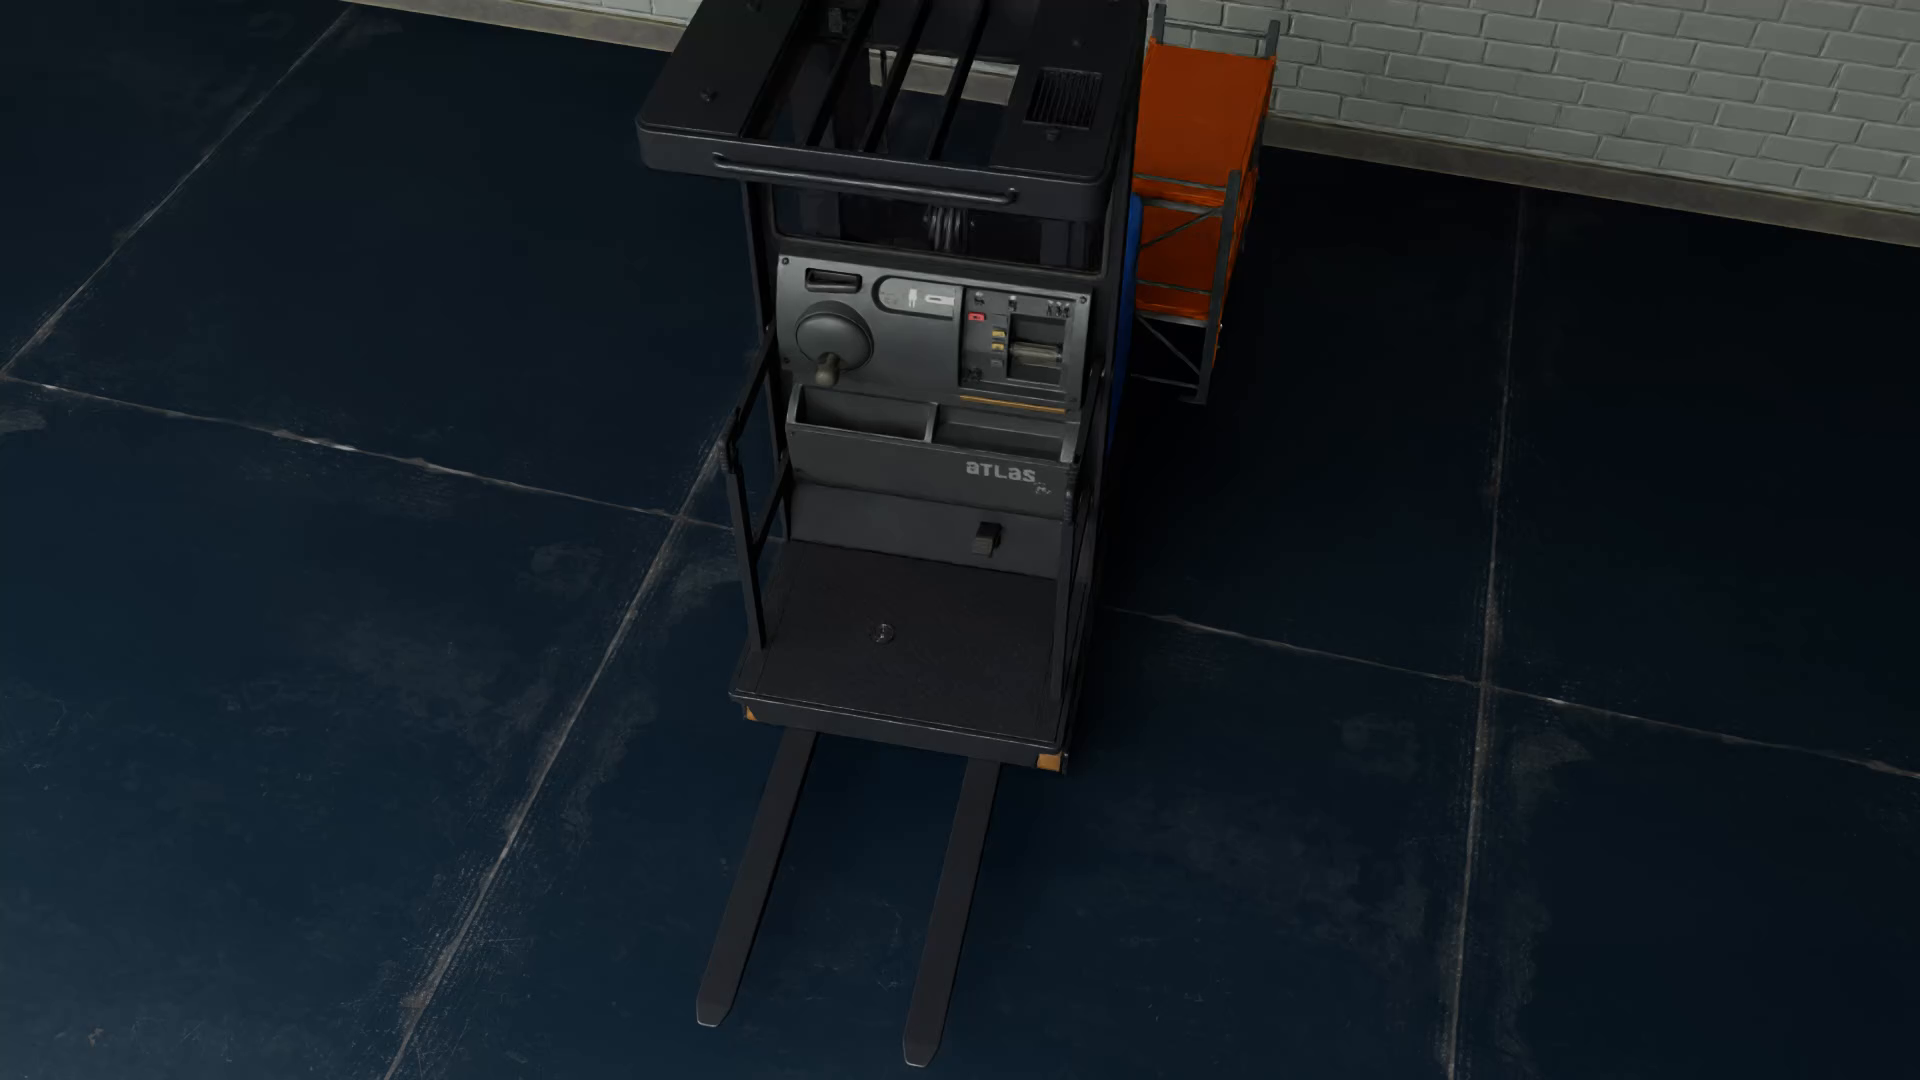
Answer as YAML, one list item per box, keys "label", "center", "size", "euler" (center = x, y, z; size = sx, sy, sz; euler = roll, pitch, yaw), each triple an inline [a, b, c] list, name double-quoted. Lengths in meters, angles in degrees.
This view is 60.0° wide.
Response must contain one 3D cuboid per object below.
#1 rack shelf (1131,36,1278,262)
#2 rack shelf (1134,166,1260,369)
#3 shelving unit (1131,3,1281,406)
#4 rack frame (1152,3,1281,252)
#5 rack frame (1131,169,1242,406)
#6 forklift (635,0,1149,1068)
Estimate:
- label: "rack shelf"
  center: [0.889, -1.538, 6.467]
  size: [0.538, 0.278, 1.000]
  euler: [11, 50, 10]
- label: "rack shelf"
  center: [0.889, -1.182, 6.869]
  size: [0.538, 0.278, 1.000]
  euler: [11, 50, 10]
- label: "shelving unit"
  center: [0.889, -1.344, 6.686]
  size: [0.538, 1.125, 1.048]
  euler: [11, 50, 10]
- label: "rack frame"
  center: [1.021, -1.712, 7.011]
  size: [0.500, 1.125, 0.032]
  euler: [11, 50, 10]
- label: "rack frame"
  center: [0.757, -0.976, 6.361]
  size: [0.500, 1.125, 0.032]
  euler: [11, 50, 10]
- label: "forklift"
  center: [-0.124, -0.508, 4.743]
  size: [1.130, 2.935, 3.031]
  euler: [9, 49, 7]
